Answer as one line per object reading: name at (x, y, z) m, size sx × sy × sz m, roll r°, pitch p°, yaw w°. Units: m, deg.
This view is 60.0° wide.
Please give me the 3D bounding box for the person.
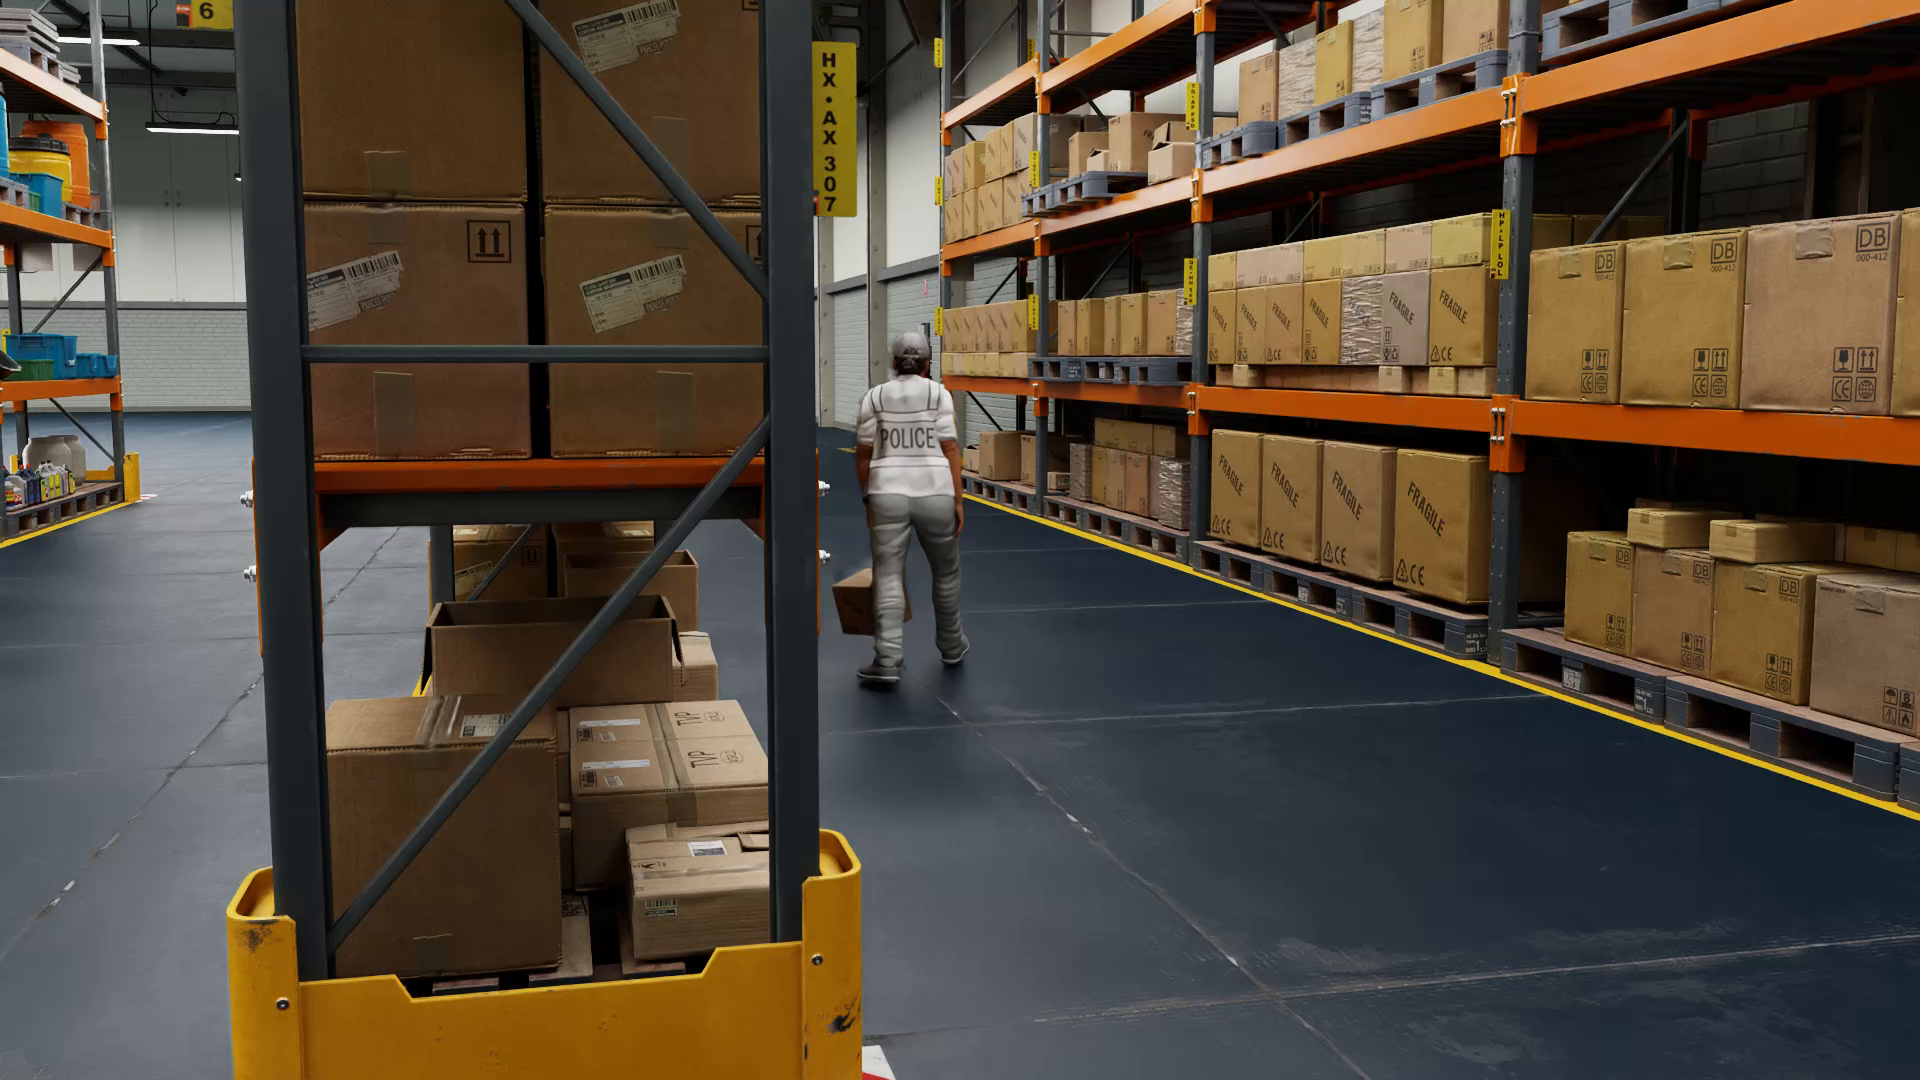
person at (-0.231, -0.174, 7.871) m, size 0.526 × 1.612 × 0.923 m, roll 0°, pitch 6°, yaw 3°
